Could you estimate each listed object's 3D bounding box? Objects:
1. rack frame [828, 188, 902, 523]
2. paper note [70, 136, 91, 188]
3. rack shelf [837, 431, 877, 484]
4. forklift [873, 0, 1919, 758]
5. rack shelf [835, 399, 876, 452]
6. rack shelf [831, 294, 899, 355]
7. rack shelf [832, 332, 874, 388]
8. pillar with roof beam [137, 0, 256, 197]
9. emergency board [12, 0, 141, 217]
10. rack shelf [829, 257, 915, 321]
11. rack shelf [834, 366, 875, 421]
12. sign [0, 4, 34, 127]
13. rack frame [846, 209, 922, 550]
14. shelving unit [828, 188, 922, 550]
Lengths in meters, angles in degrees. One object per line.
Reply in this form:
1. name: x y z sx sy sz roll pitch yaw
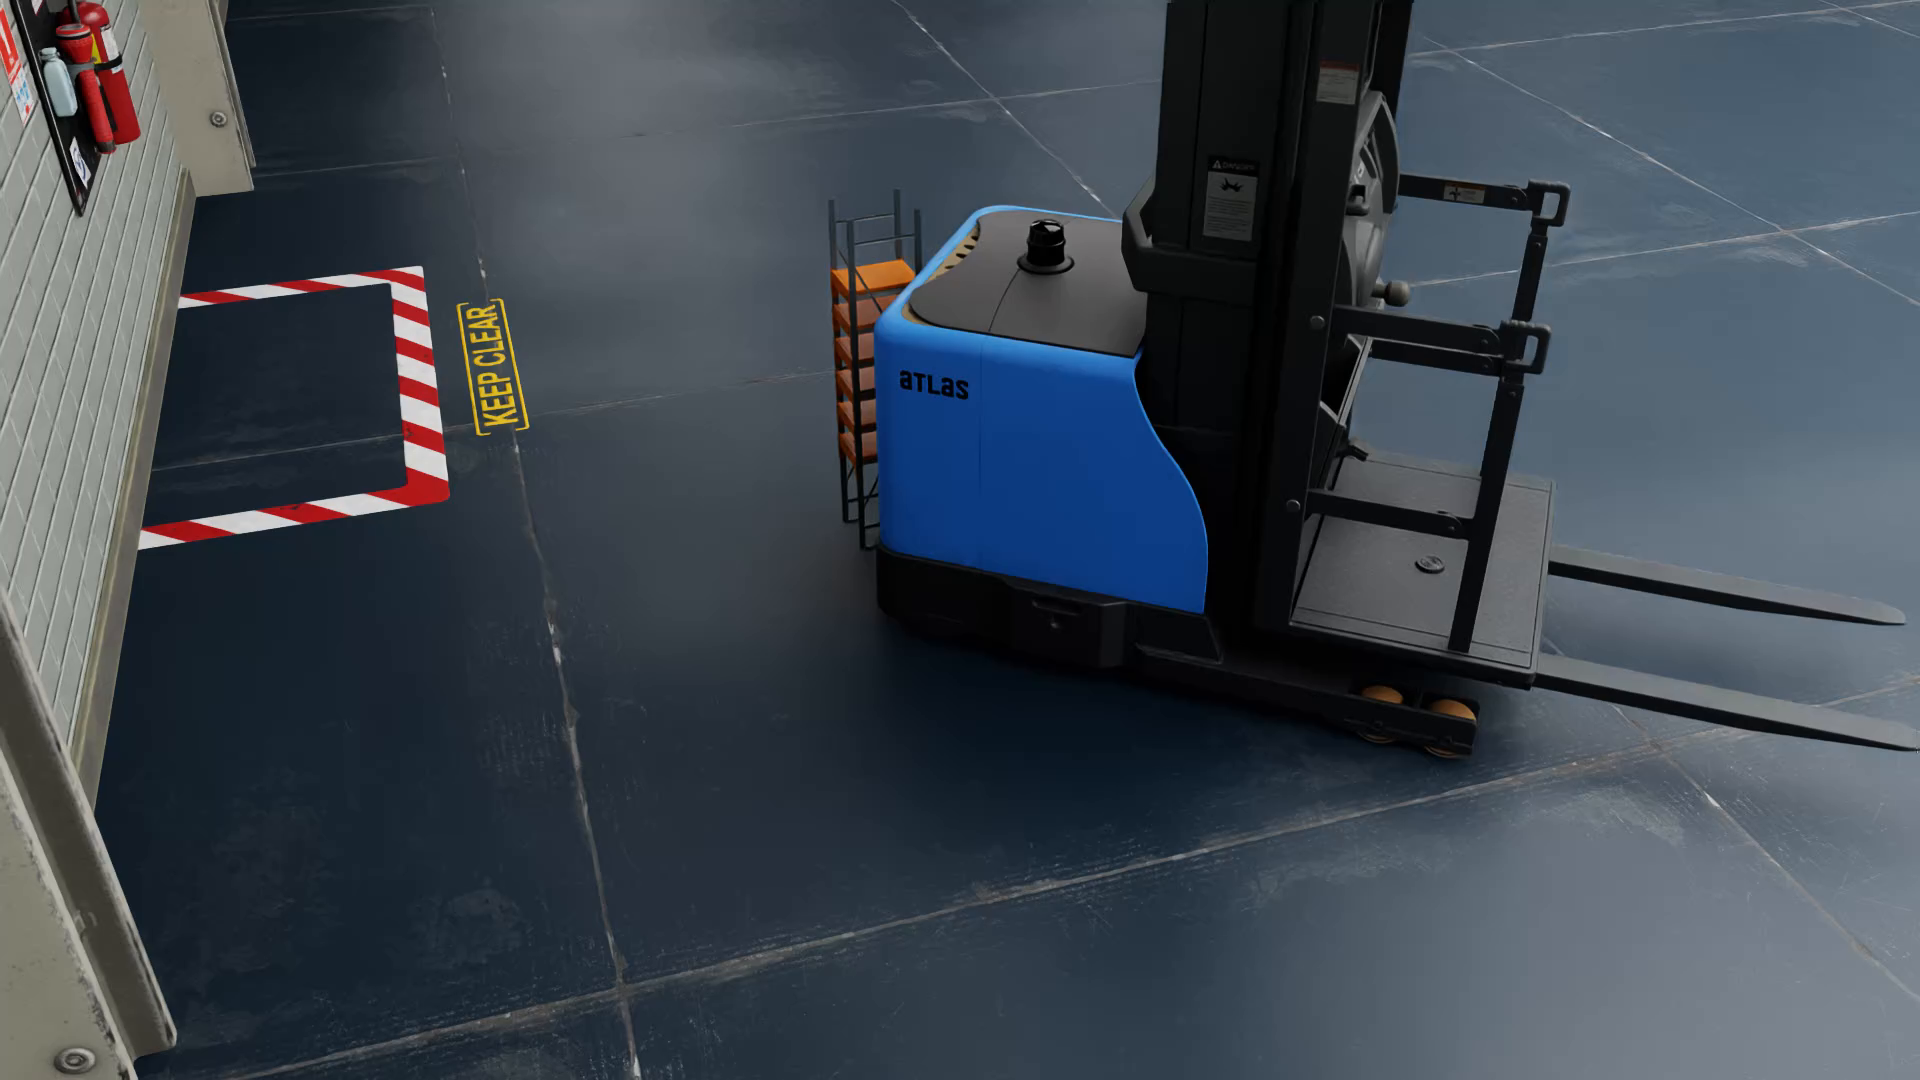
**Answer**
1. rack frame: -0.300 -0.587 5.549 0.240 1.200 0.006 -12 35 -18
2. paper note: -3.085 -1.325 5.834 0.016 0.148 0.142 -10 35 -15
3. rack shelf: -0.266 -0.303 5.635 0.258 0.103 0.180 -12 35 -18
4. forklift: 1.308 -0.926 4.492 3.031 2.935 1.130 11 35 16
5. rack shelf: -0.266 -0.403 5.569 0.258 0.103 0.180 -12 35 -18
6. rack shelf: -0.266 -0.703 5.371 0.258 0.103 0.180 -12 35 -18
7. rack shelf: -0.266 -0.603 5.437 0.258 0.103 0.180 -12 35 -18
8. pillar with roof beam: 0.309 -6.328 7.164 9.100 9.000 0.400 -10 35 -15
9. emergency board: -3.073 -1.797 5.749 0.194 1.169 0.643 -10 35 -15
10. rack shelf: -0.266 -0.803 5.305 0.258 0.103 0.180 -12 35 -18
11. rack shelf: -0.266 -0.503 5.503 0.258 0.103 0.180 -12 35 -18
12. sign: -3.002 -1.505 5.274 0.001 0.329 0.234 -10 35 -15
13. rack frame: -0.232 -0.493 5.408 0.240 1.200 0.006 -12 35 -18
14. shelving unit: -0.266 -0.540 5.479 0.258 1.200 0.189 -12 35 -18
